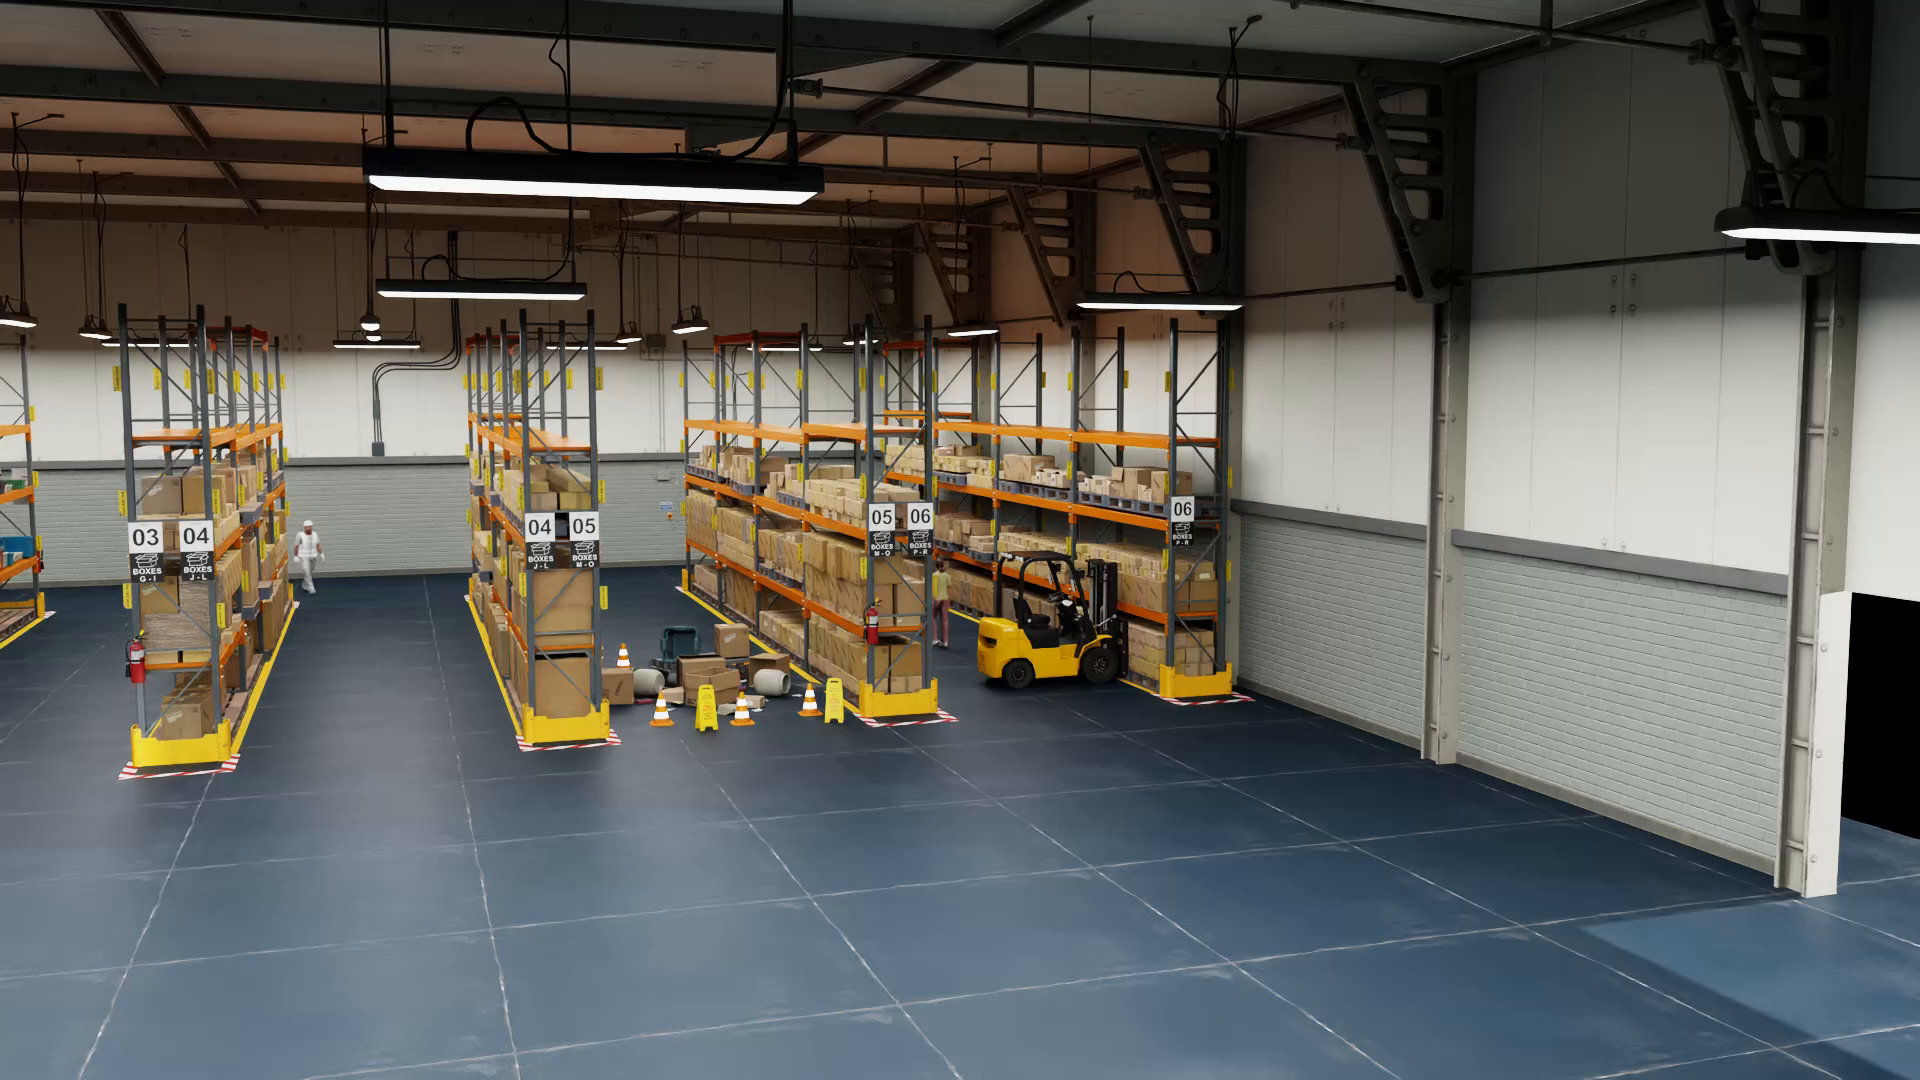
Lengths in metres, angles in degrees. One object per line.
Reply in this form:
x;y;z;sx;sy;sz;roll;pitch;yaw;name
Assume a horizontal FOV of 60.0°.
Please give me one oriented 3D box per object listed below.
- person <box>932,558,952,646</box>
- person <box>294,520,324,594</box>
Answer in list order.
-0.367;1.267;31.534;0.482;1.604;0.595;-3;6;-26;person
-15.424;0.389;39.381;0.613;1.722;1.136;-5;8;-44;person
